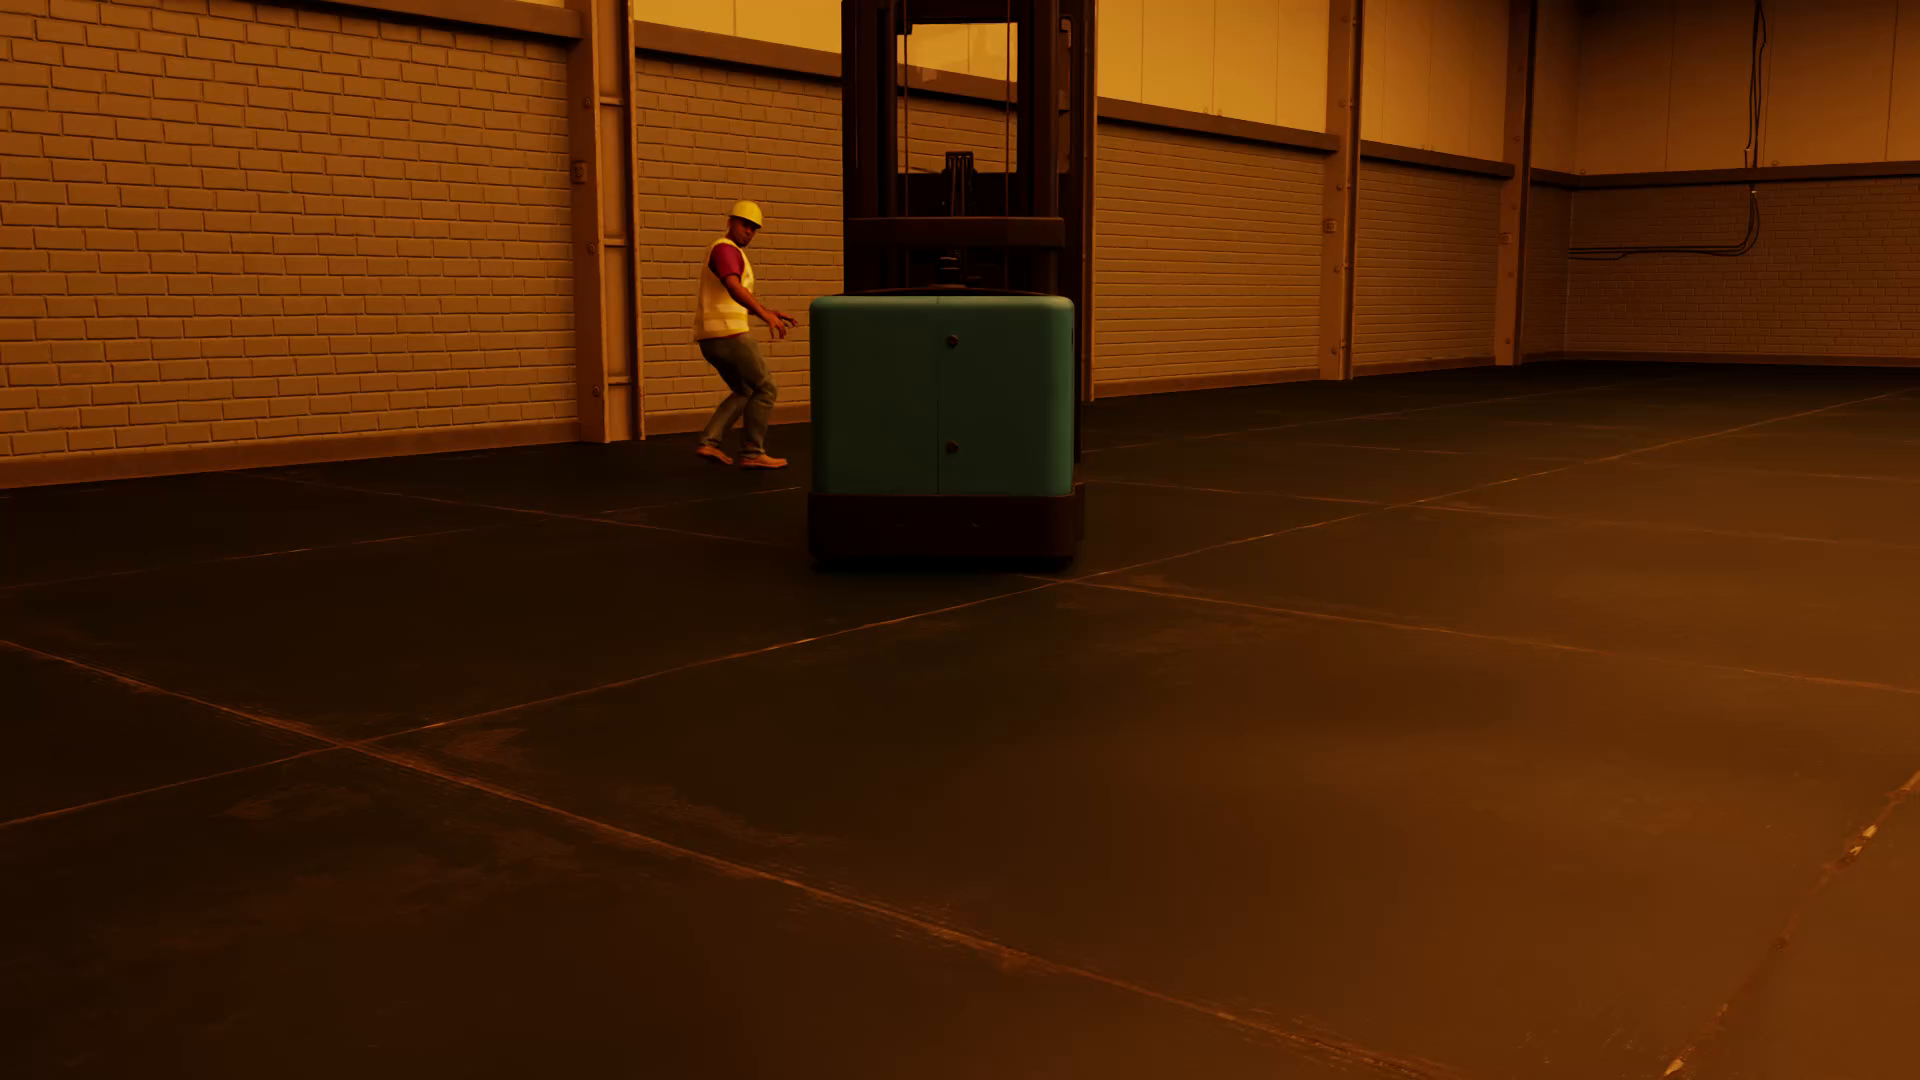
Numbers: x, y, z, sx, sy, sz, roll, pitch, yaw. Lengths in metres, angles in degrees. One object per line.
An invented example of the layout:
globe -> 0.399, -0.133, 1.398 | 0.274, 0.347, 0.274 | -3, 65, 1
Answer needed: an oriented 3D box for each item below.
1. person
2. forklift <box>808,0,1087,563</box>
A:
person -> -1.279, -1.277, 10.376 | 0.749, 1.656, 0.874 | -4, 9, -25
forklift -> 0.036, -1.534, 7.764 | 1.130, 2.935, 3.031 | 1, 8, 5
